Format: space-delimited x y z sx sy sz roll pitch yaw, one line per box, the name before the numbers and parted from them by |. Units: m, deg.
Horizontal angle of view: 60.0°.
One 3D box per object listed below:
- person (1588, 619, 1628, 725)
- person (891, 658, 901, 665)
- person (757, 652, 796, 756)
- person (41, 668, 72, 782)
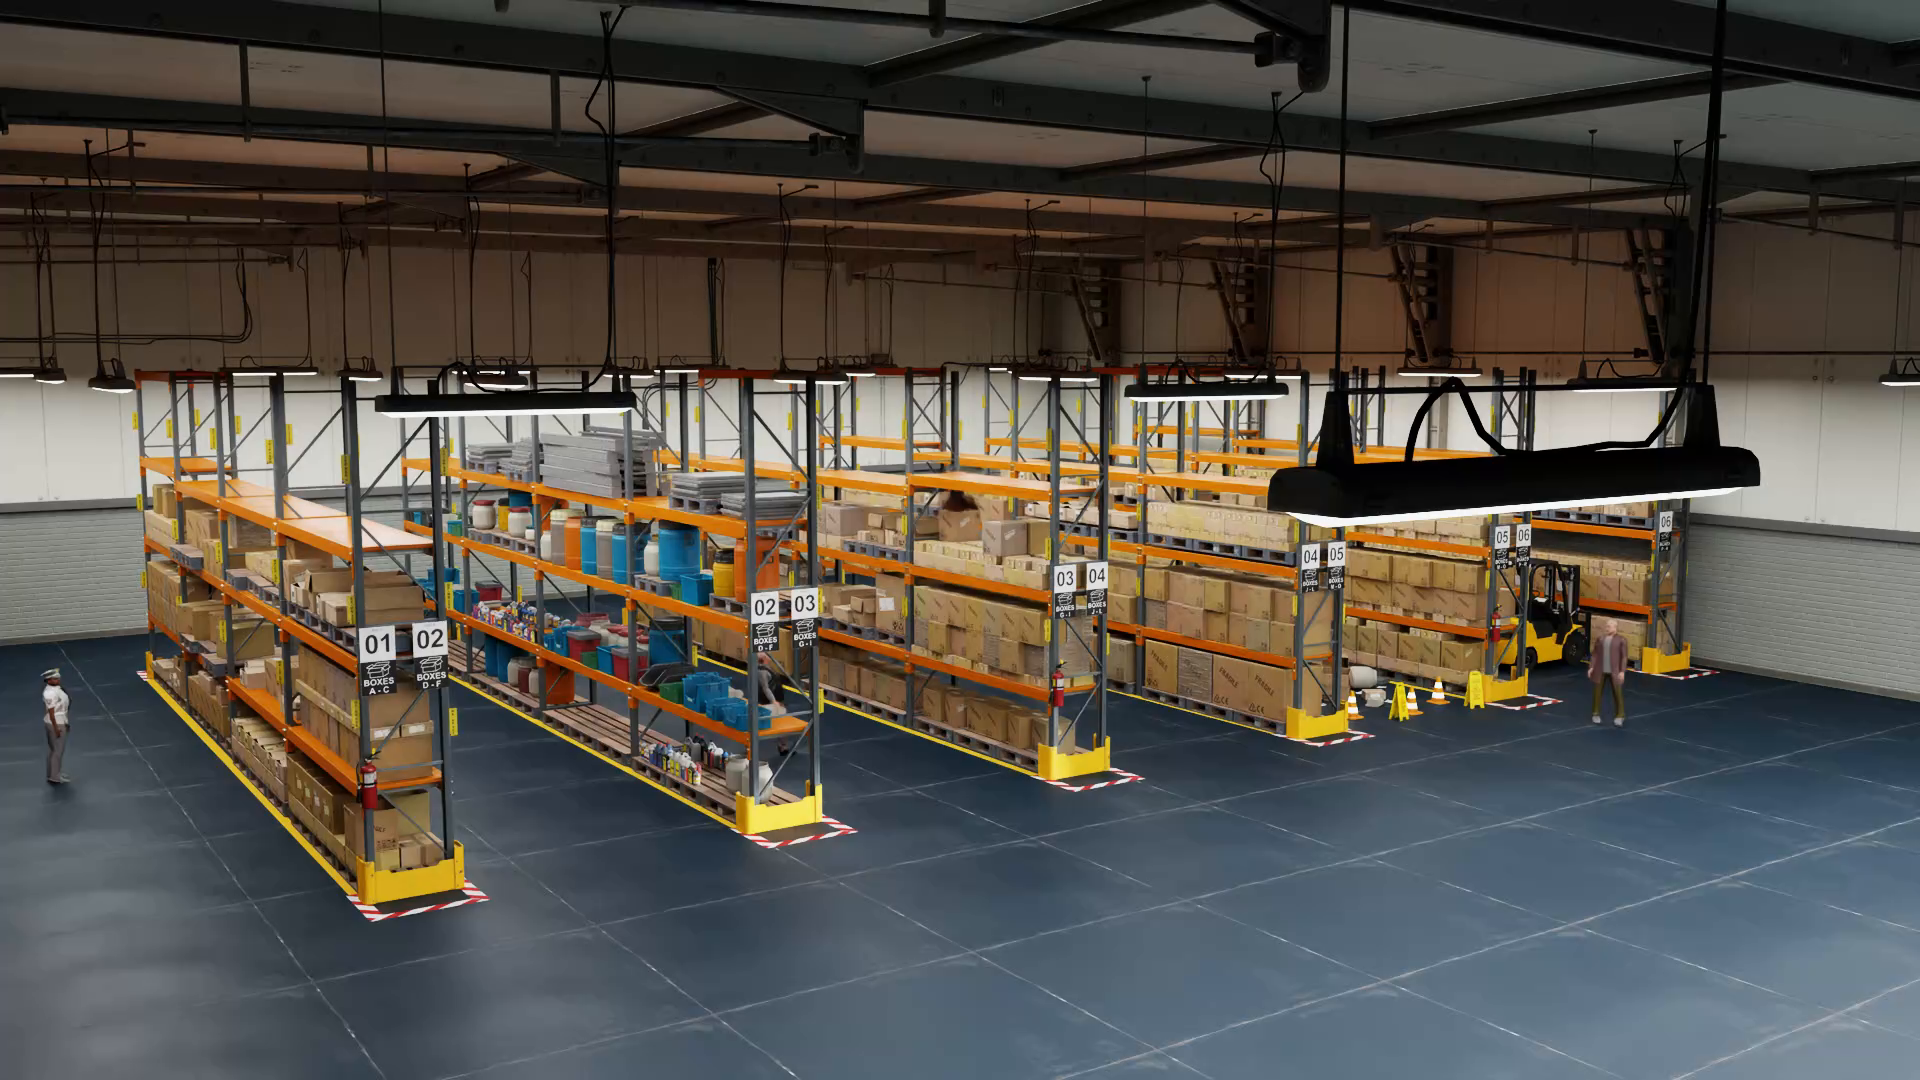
person | 11.049 2.242 28.391 0.628 1.774 0.480 3 7 24
person | -1.089 1.925 32.206 0.536 1.549 0.827 -5 8 -36
person | -3.008 2.555 26.152 0.941 1.667 0.502 6 9 41
person | -13.337 2.744 24.603 0.392 1.720 0.469 -4 8 -34
